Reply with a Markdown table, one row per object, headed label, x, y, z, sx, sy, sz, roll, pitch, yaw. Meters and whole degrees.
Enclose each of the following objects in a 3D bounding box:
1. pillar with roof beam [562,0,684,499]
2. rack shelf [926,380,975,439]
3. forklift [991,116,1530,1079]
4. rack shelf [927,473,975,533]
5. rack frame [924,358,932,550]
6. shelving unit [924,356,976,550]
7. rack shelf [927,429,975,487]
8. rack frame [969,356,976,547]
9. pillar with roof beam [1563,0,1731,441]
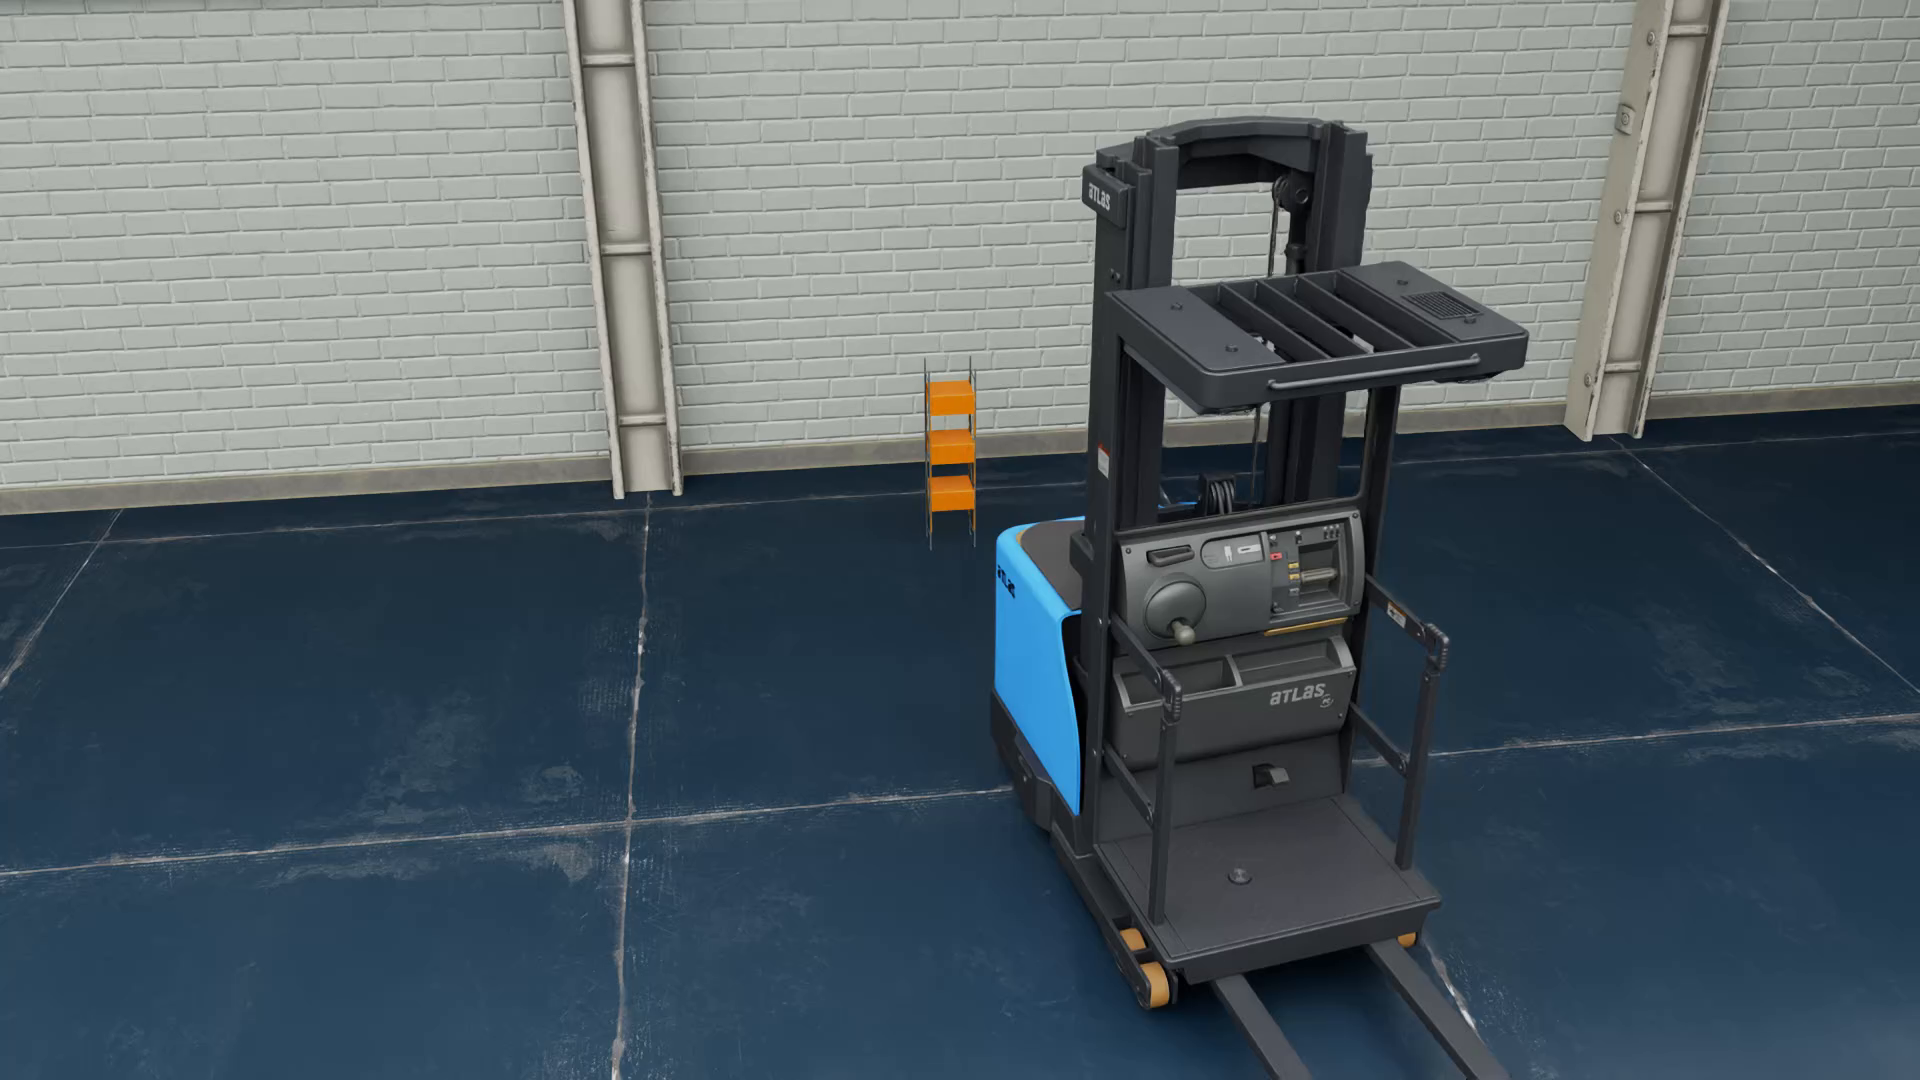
| label | x | y | z | sx | sy | sz | roll | pitch | yaw |
| --- | --- | --- | --- | --- | --- | --- | --- | --- | --- |
| pillar with roof beam | -1.245 | -2.379 | 4.029 | 0.400 | 9.000 | 9.100 | -4 | 27 | -7 |
| rack shelf | -0.053 | -0.707 | 8.879 | 0.240 | 0.259 | 0.215 | -4 | 27 | -7 |
| forklift | 1.075 | 0.171 | 5.706 | 1.130 | 2.935 | 3.031 | -8 | 28 | -16 |
| rack shelf | -0.053 | -0.207 | 9.135 | 0.240 | 0.259 | 0.215 | -4 | 27 | -7 |
| rack frame | -0.174 | -0.456 | 8.989 | 0.008 | 1.050 | 0.200 | -4 | 27 | -7 |
| shelving unit | -0.053 | -0.464 | 9.004 | 0.252 | 1.050 | 0.215 | -4 | 27 | -7 |
| rack shelf | -0.053 | -0.454 | 9.008 | 0.240 | 0.259 | 0.215 | -4 | 27 | -7 |
| rack frame | 0.068 | -0.471 | 9.019 | 0.008 | 1.050 | 0.200 | -4 | 27 | -7 |
| pillar with roof beam | 4.696 | -2.760 | 4.773 | 0.400 | 9.000 | 9.100 | -4 | 27 | -7 |
